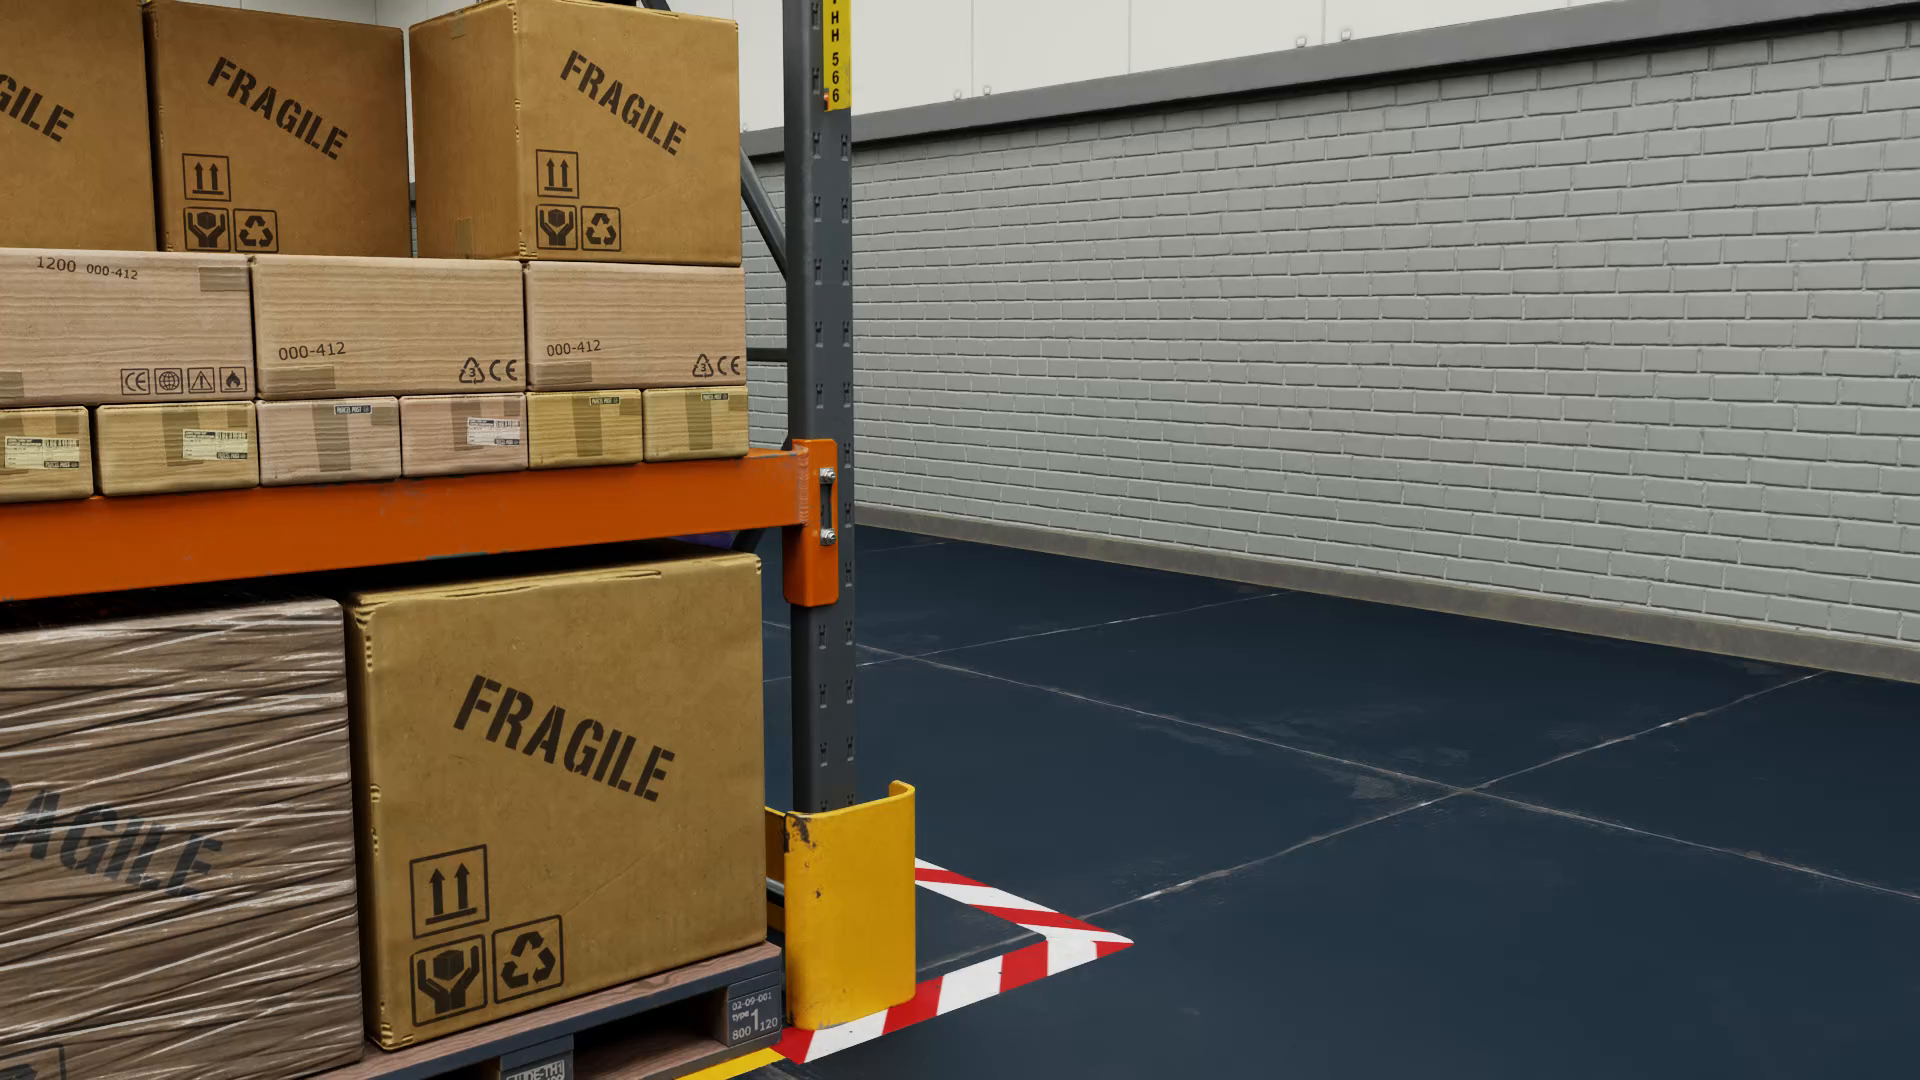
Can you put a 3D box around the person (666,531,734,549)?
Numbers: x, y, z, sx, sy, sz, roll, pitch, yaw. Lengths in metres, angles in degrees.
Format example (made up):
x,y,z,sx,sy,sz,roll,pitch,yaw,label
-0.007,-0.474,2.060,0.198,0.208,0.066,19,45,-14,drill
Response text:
x,y,z,sx,sy,sz,roll,pitch,yaw,label
-1.203,0.017,6.535,0.530,1.446,0.595,-6,10,-40,person
